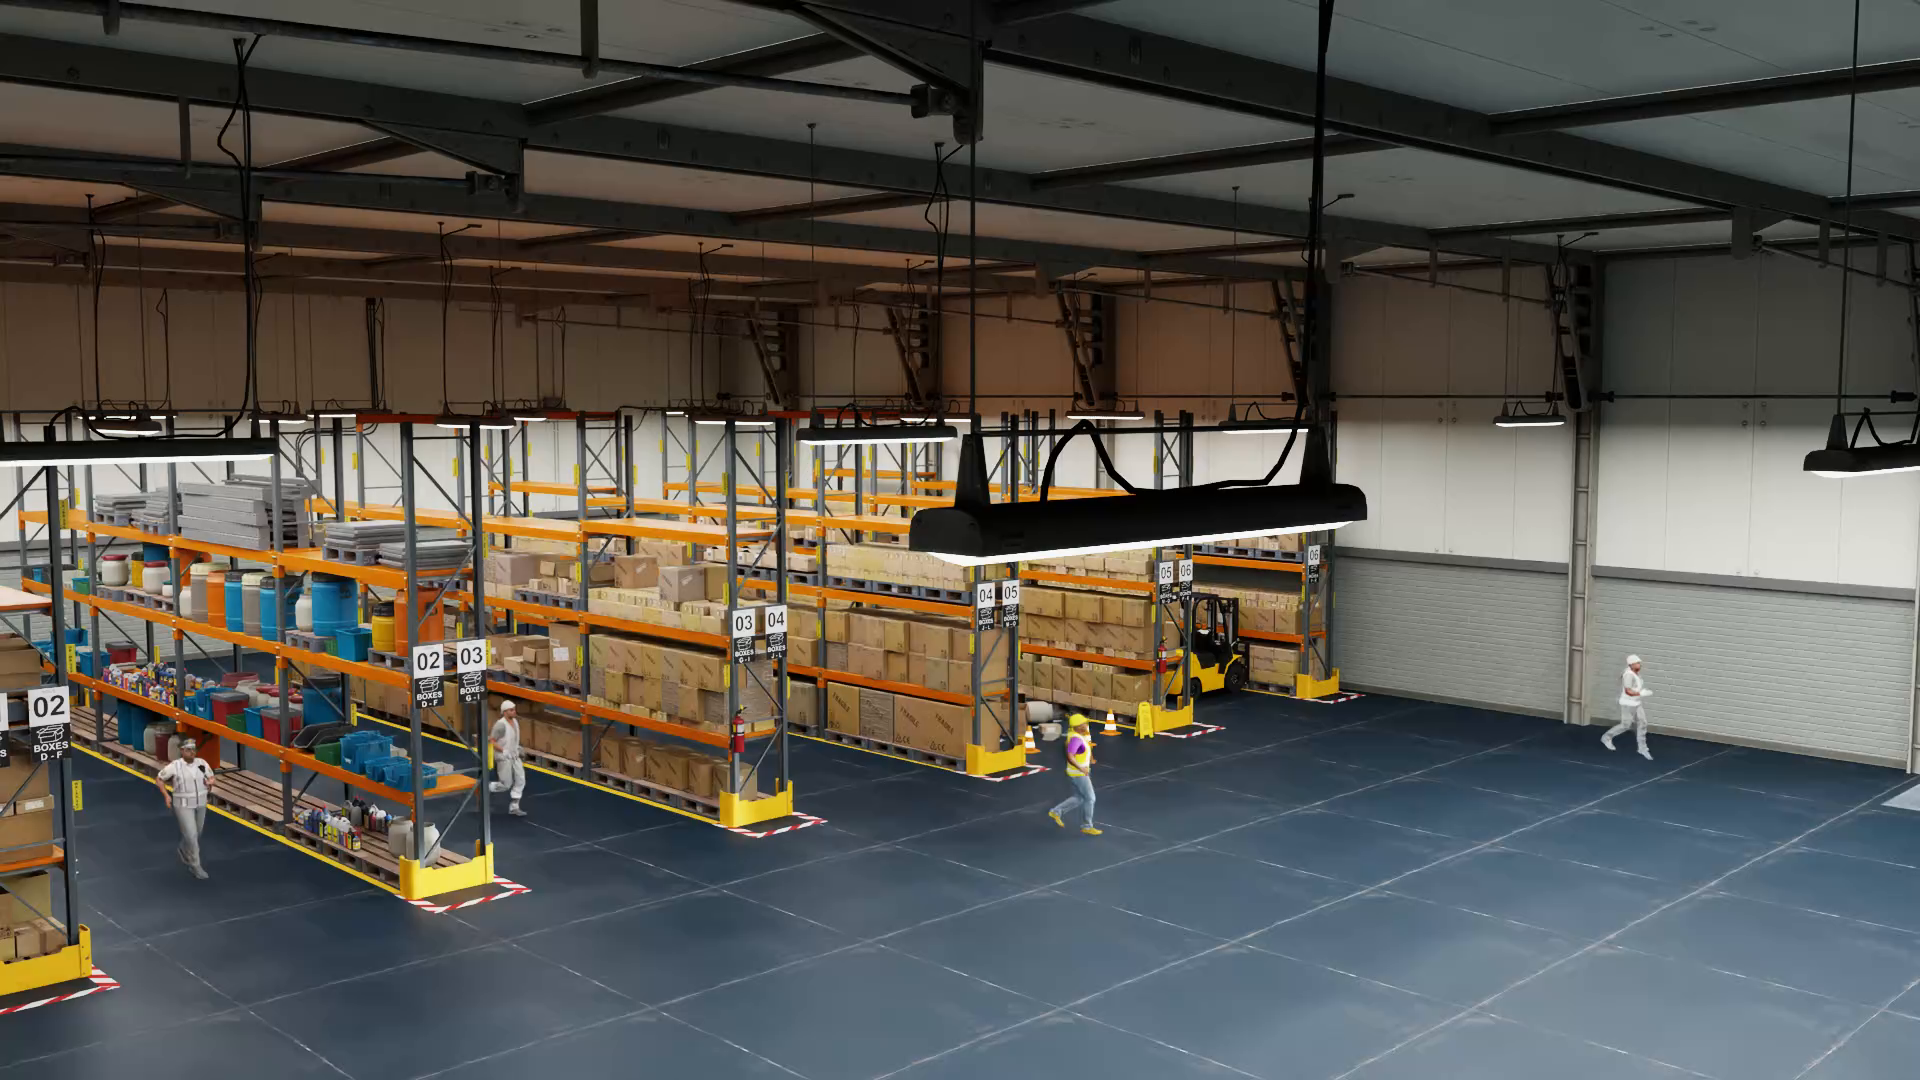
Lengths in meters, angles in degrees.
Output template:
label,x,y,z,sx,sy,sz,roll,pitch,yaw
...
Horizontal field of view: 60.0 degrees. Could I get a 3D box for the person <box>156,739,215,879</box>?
label,x,y,z,sx,sy,sz,roll,pitch,yaw
person,-10.193,3.516,22.026,0.935,1.791,0.648,4,6,36

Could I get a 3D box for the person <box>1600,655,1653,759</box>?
label,x,y,z,sx,sy,sz,roll,pitch,yaw
person,11.732,2.924,29.194,0.914,1.846,0.712,4,6,35

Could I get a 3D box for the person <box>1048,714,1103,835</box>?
label,x,y,z,sx,sy,sz,roll,pitch,yaw
person,1.671,3.375,23.966,0.783,1.759,0.706,0,5,-4

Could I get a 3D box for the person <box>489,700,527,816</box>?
label,x,y,z,sx,sy,sz,roll,pitch,yaw
person,-6.890,3.281,25.115,0.770,1.748,0.646,2,5,20
